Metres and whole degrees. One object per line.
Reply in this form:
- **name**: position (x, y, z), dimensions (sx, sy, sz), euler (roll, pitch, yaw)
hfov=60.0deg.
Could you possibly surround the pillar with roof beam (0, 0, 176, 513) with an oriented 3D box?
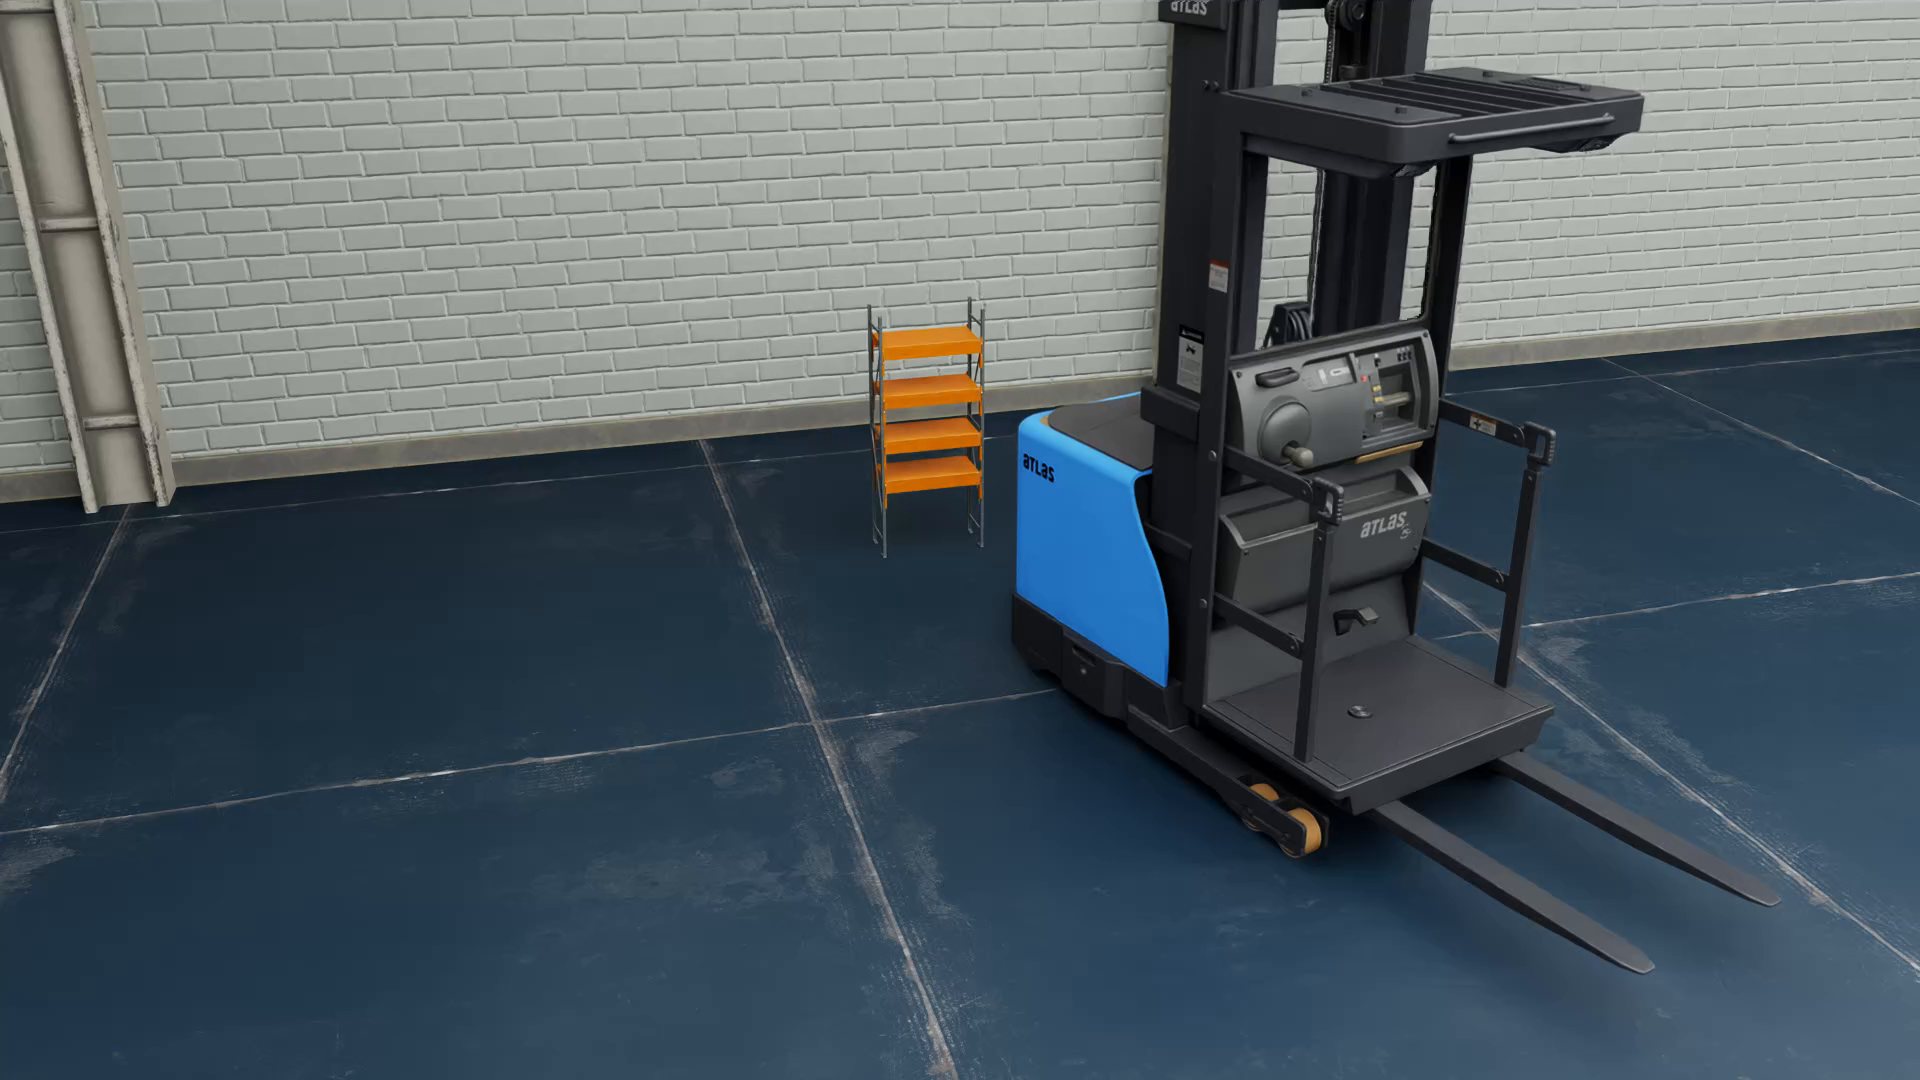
- **pillar with roof beam**: position (-3.197, -2.718, 3.171), dimensions (0.400, 9.000, 9.100), euler (-6, 24, -14)

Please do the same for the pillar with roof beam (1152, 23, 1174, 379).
- **pillar with roof beam**: position (2.580, -3.357, 4.661), dimensions (0.400, 9.000, 9.100), euler (-6, 24, -14)

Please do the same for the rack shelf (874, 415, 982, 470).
- **rack shelf**: position (-0.159, -0.472, 7.999), dimensions (0.480, 0.148, 0.258), euler (-6, 24, -14)

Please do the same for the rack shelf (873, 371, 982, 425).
- **rack shelf**: position (-0.159, -0.677, 7.911), dimensions (0.480, 0.148, 0.258), euler (-6, 24, -14)

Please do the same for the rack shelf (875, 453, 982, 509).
- **rack shelf**: position (-0.159, -0.289, 8.077), dimensions (0.480, 0.148, 0.258), euler (-6, 24, -14)

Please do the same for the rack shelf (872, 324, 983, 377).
- **rack shelf**: position (-0.159, -0.895, 7.817), dimensions (0.480, 0.148, 0.258), euler (-6, 24, -14)

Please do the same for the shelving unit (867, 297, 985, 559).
- **shelving unit**: position (-0.159, -0.534, 7.972), dimensions (0.503, 1.200, 0.258), euler (-6, 24, -14)

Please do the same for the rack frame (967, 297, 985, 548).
- **rack frame**: position (0.076, -0.560, 8.033), dimensions (0.015, 1.200, 0.240), euler (-6, 24, -14)

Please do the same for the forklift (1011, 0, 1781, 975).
- **forklift**: position (1.432, -0.469, 5.626), dimensions (1.130, 2.935, 3.031), euler (-14, 27, -30)

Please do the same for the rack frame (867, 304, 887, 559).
- **rack frame**: position (-0.394, -0.508, 7.912), dimensions (0.015, 1.200, 0.240), euler (-6, 24, -14)
